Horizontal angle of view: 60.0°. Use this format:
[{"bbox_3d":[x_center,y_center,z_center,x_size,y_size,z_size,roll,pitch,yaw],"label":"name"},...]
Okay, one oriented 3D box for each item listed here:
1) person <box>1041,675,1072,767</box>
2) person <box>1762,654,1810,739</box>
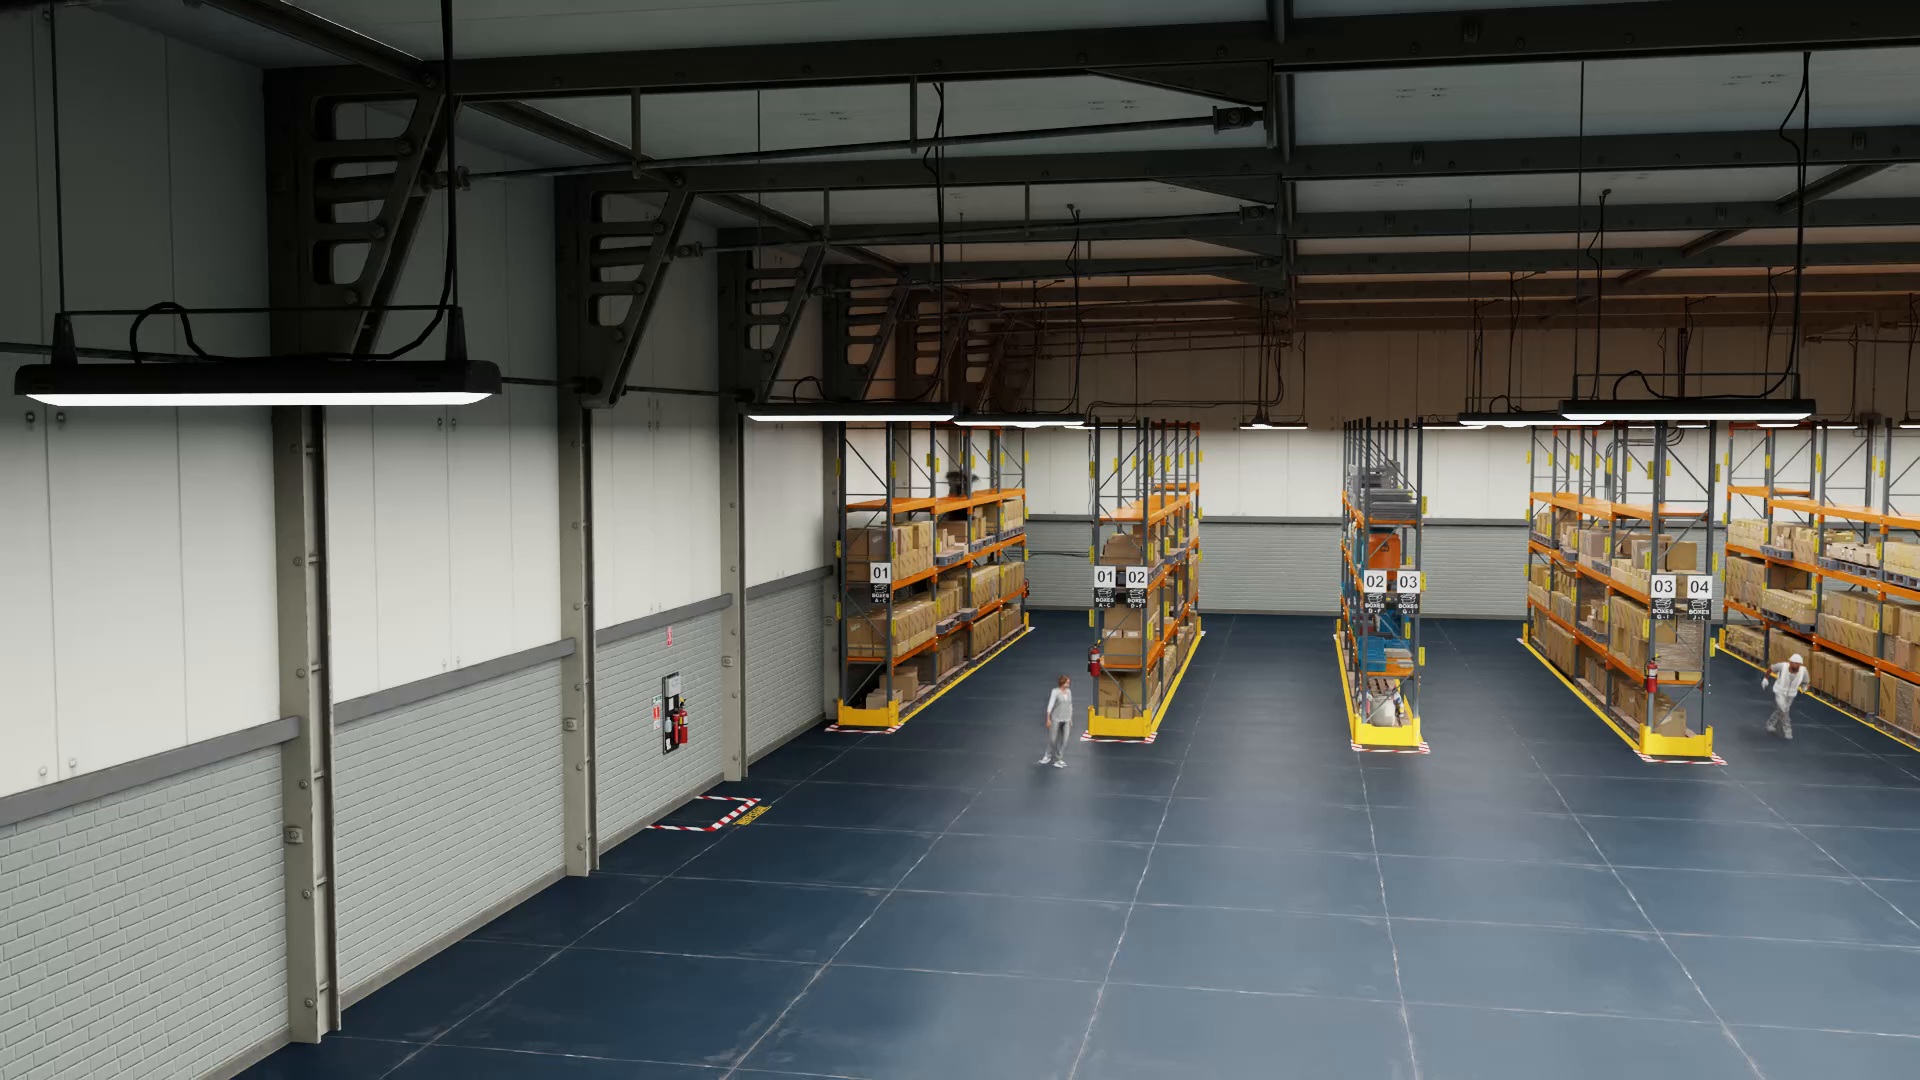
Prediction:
[{"bbox_3d":[1.657,3.090,28.423,0.529,1.577,0.429,-2,4,-27],"label":"person"},{"bbox_3d":[15.450,2.881,31.130,0.704,1.586,1.123,0,4,4],"label":"person"}]
